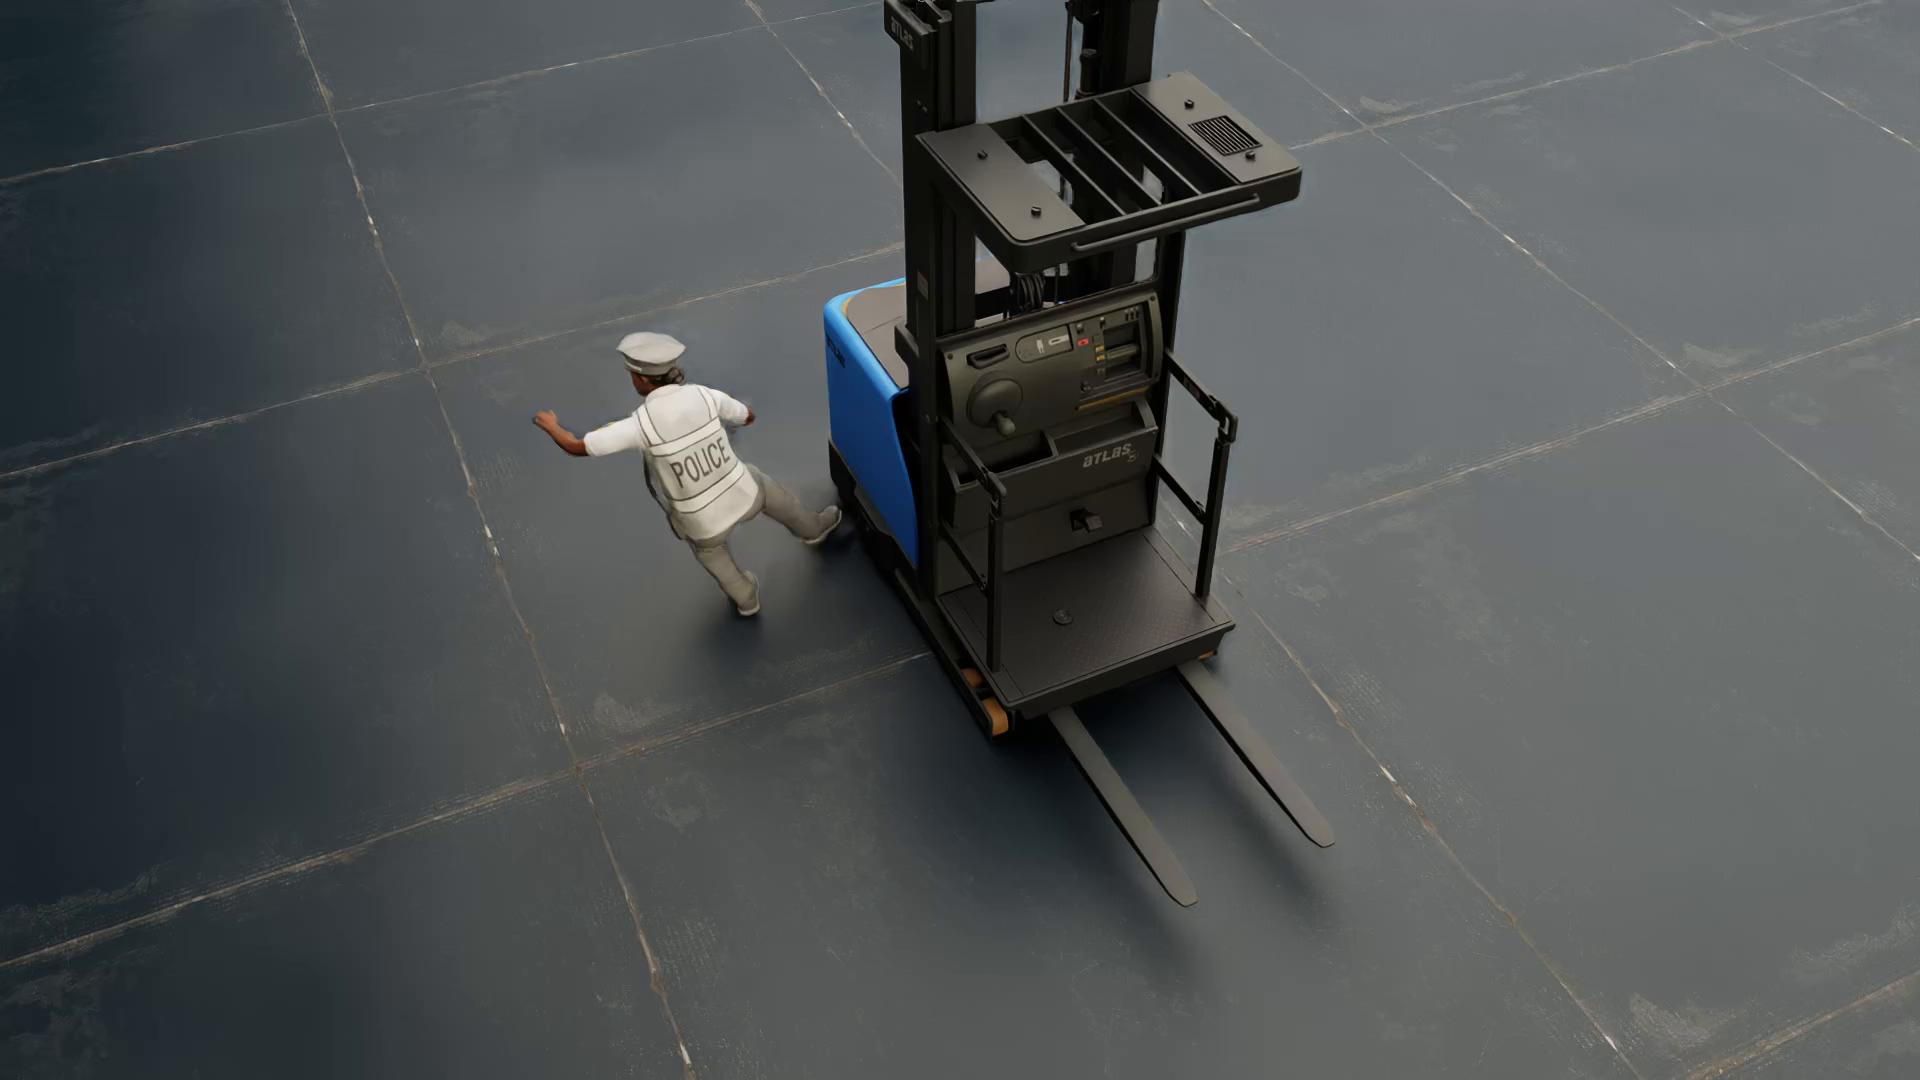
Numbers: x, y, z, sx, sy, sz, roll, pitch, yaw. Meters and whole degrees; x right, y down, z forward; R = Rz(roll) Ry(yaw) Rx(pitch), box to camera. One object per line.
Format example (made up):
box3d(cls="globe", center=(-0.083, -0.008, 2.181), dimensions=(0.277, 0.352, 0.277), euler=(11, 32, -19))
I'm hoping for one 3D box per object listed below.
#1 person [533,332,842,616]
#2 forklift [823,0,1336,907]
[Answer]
box3d(cls="person", center=(-1.094, -0.355, 7.195), dimensions=(1.196, 1.423, 0.879), euler=(-30, 51, -28))
box3d(cls="forklift", center=(0.465, -0.599, 6.322), dimensions=(1.130, 2.935, 3.031), euler=(-18, 46, -18))
